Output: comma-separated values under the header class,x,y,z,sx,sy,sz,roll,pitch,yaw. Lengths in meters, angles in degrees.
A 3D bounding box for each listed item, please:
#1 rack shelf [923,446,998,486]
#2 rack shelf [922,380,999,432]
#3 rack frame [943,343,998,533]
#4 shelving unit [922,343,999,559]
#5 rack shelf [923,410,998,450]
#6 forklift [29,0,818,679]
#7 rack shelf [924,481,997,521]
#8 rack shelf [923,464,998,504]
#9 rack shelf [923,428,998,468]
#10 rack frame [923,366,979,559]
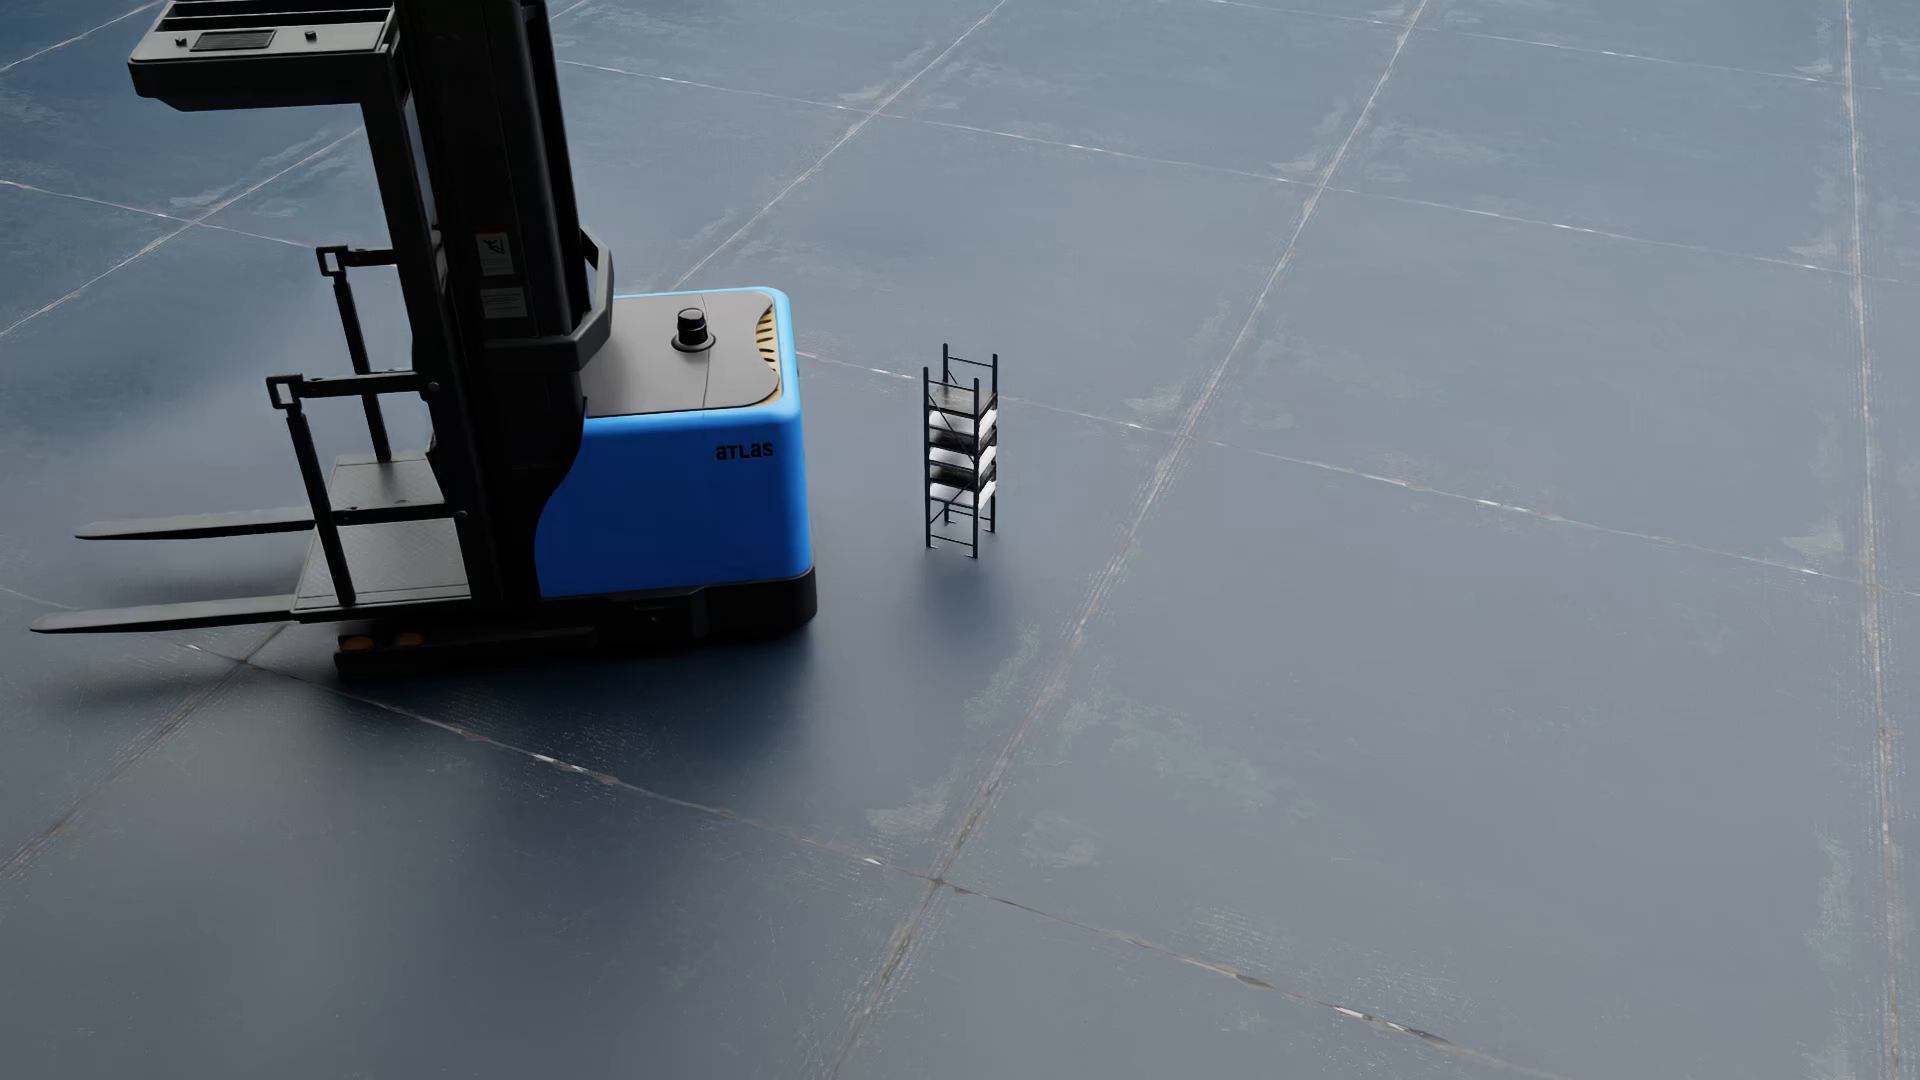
class,x,y,z,sx,sy,sz,roll,pitch,yaw
rack shelf,0.003,-0.338,7.007,0.258,0.077,0.200,14,39,18
rack shelf,0.003,-0.555,6.845,0.258,0.077,0.200,14,39,18
rack frame,0.042,-0.421,7.062,0.240,0.900,0.006,14,39,18
shelving unit,0.003,-0.365,6.987,0.258,0.900,0.210,14,39,18
rack shelf,0.003,-0.482,6.899,0.258,0.077,0.200,14,39,18
forklift,-2.136,-0.968,6.097,3.031,2.935,1.130,-5,37,-6
rack shelf,0.003,-0.194,7.114,0.258,0.077,0.200,14,39,18
rack shelf,0.003,-0.266,7.060,0.258,0.077,0.200,14,39,18
rack shelf,0.003,-0.410,6.953,0.258,0.077,0.200,14,39,18
rack frame,-0.036,-0.309,6.911,0.240,0.900,0.006,14,39,18
